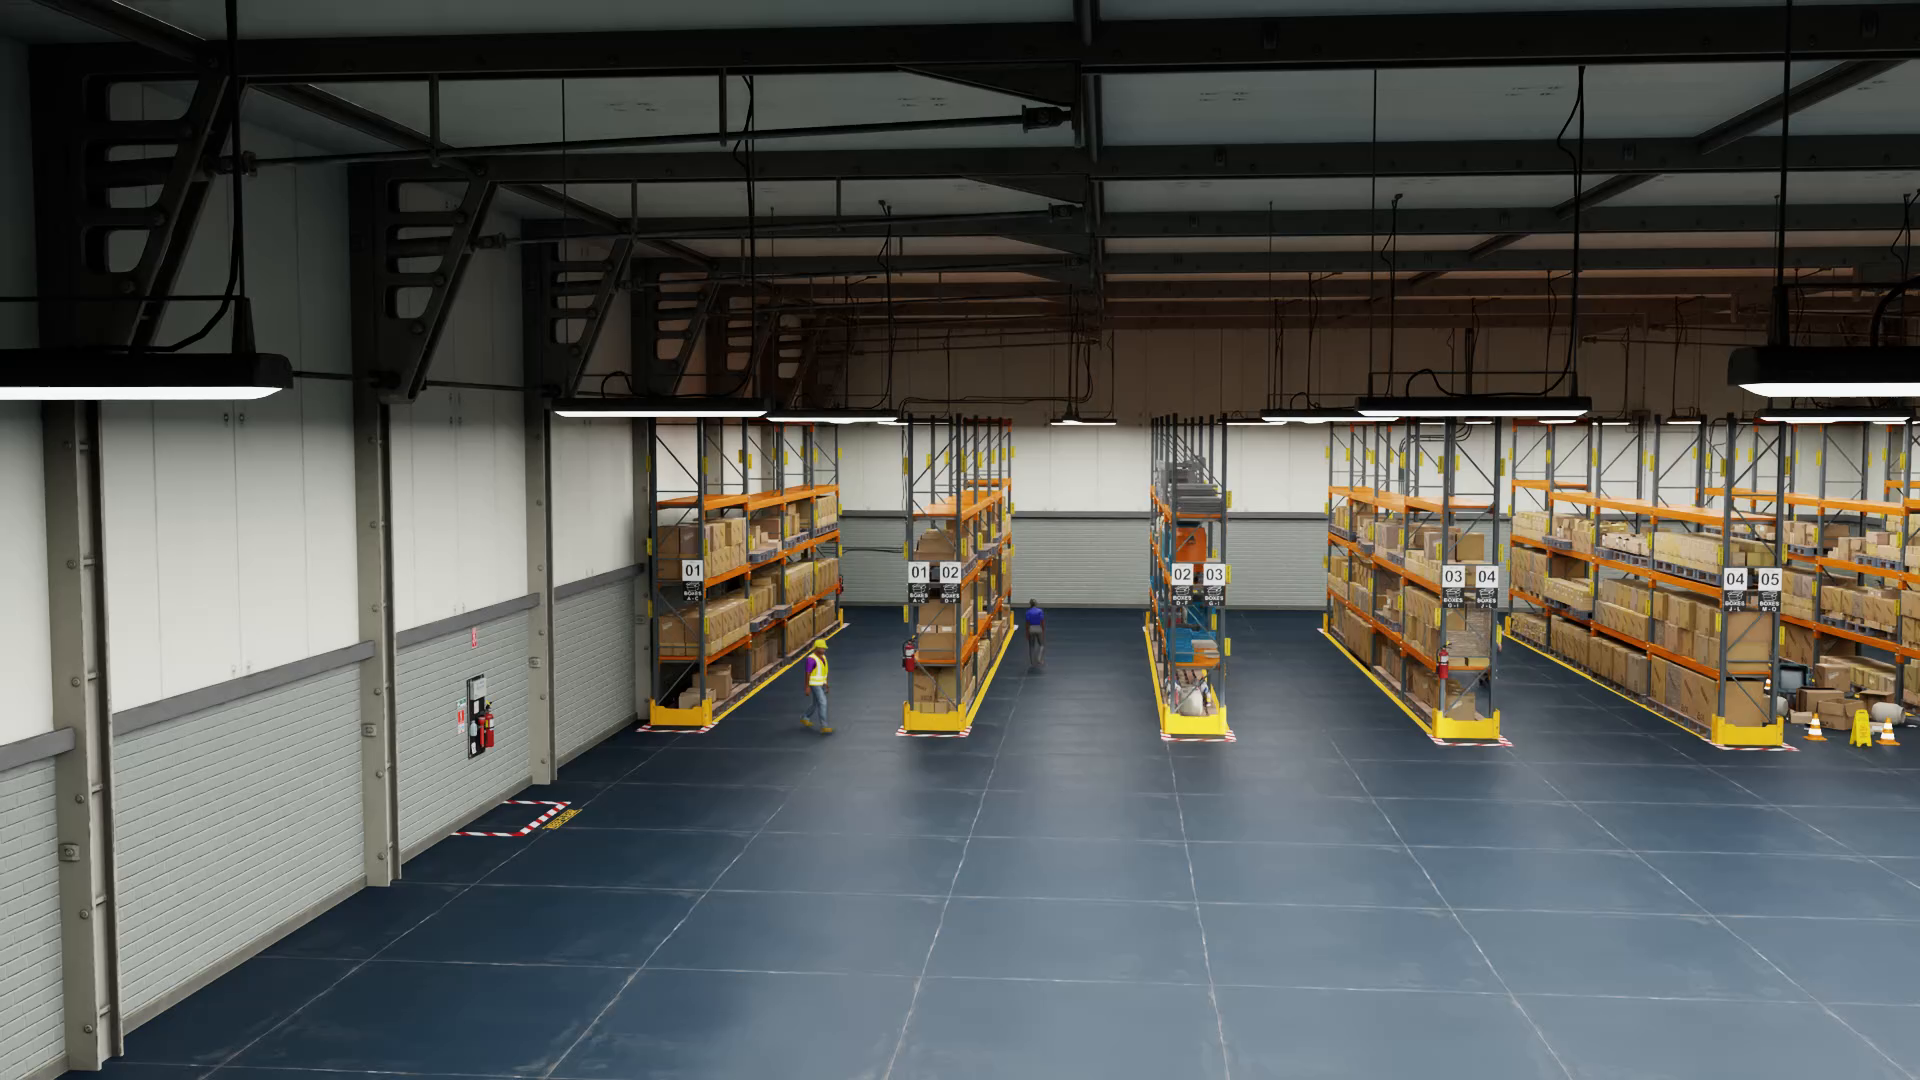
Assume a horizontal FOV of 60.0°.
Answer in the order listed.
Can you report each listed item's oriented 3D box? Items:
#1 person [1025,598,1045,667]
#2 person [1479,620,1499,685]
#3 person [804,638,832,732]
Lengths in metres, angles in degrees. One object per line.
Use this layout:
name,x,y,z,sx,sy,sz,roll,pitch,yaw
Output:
person,1.805,2.213,39.819,0.492,1.663,0.402,-3,5,-36
person,11.825,2.361,37.232,0.552,1.731,0.513,2,5,33
person,-2.689,2.725,31.503,0.528,1.766,0.608,0,4,-5
